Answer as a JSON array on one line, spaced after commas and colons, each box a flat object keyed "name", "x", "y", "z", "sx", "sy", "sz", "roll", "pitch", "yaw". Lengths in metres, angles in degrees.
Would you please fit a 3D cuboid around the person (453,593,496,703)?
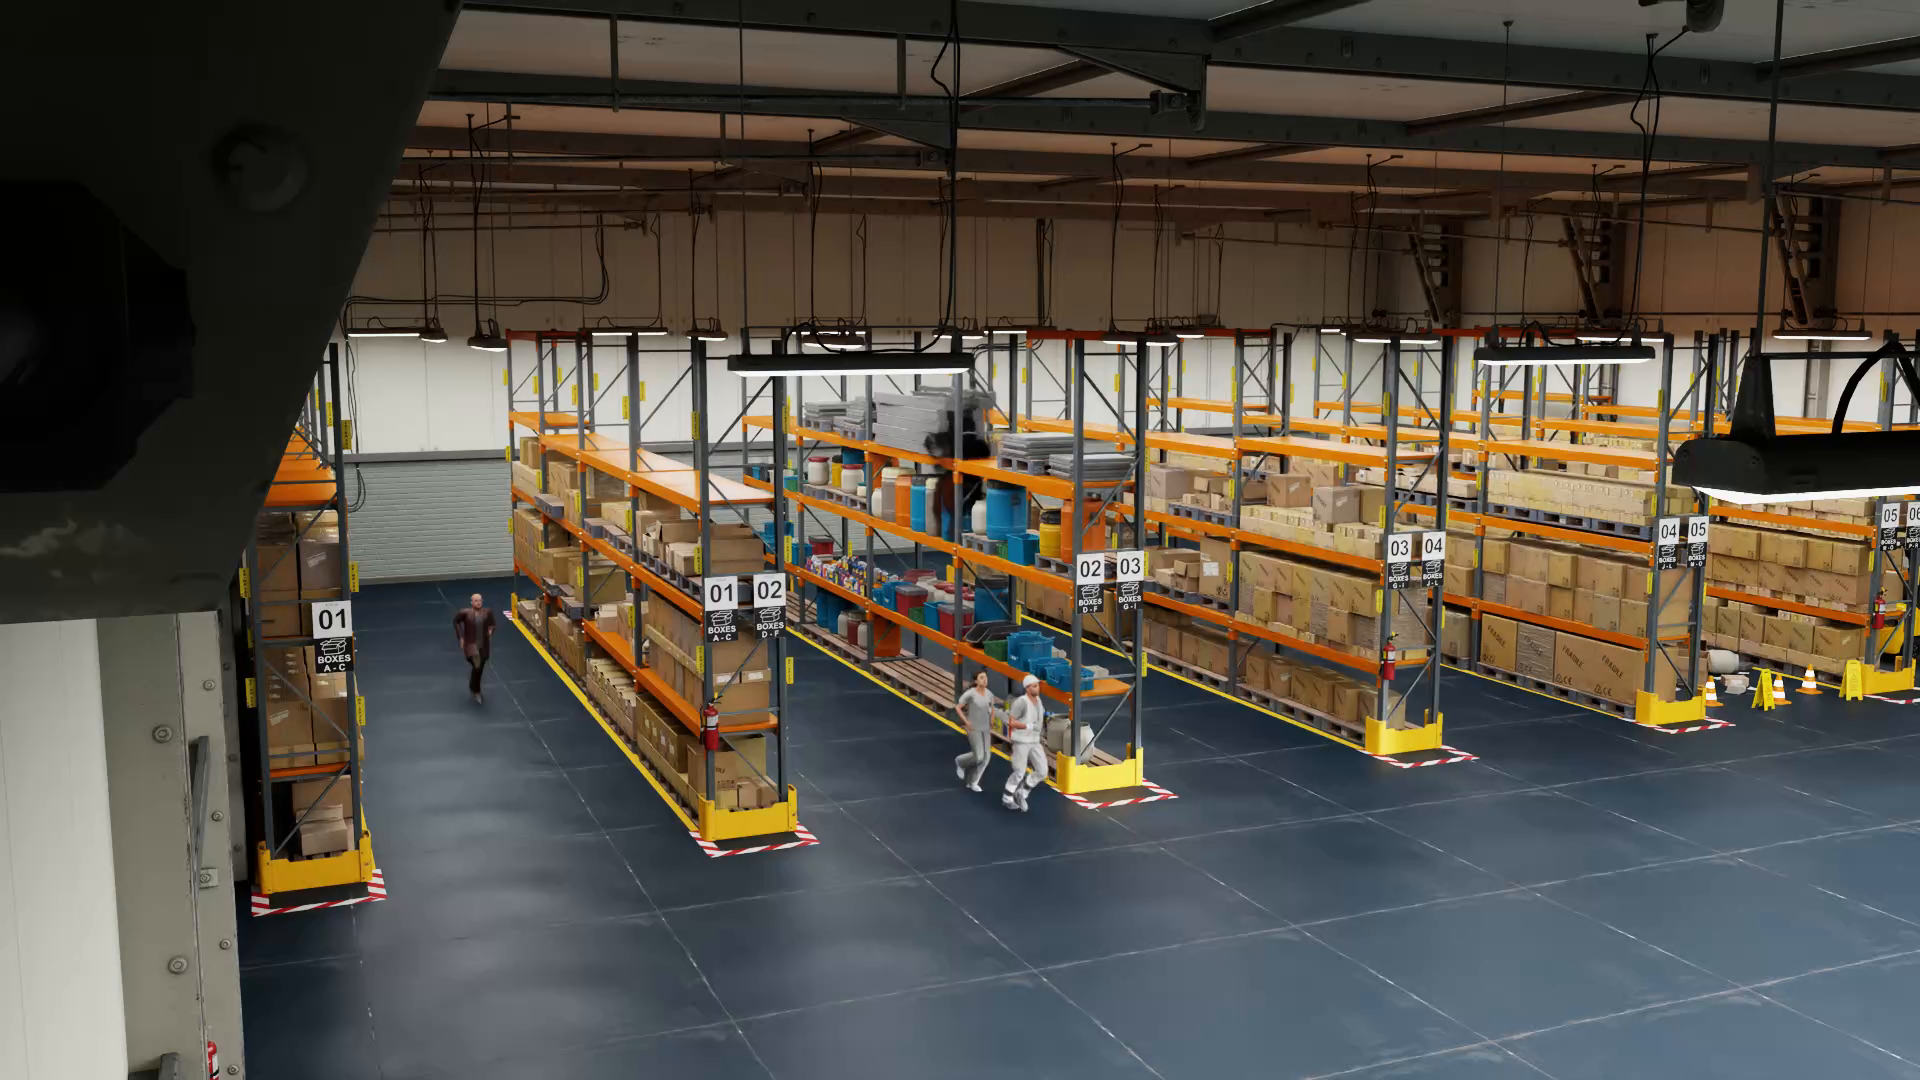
[{"name": "person", "x": -7.930, "y": 1.766, "z": 27.302, "sx": 0.613, "sy": 1.815, "sz": 0.909, "roll": -6, "pitch": 10, "yaw": -38}]

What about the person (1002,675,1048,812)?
[{"name": "person", "x": 0.906, "y": 2.593, "z": 21.184, "sx": 0.660, "sy": 1.768, "sz": 0.661, "roll": -7, "pitch": 11, "yaw": -43}]

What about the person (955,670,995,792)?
[{"name": "person", "x": 0.247, "y": 2.532, "z": 22.218, "sx": 0.553, "sy": 1.620, "sz": 0.541, "roll": -5, "pitch": 9, "yaw": -34}]
